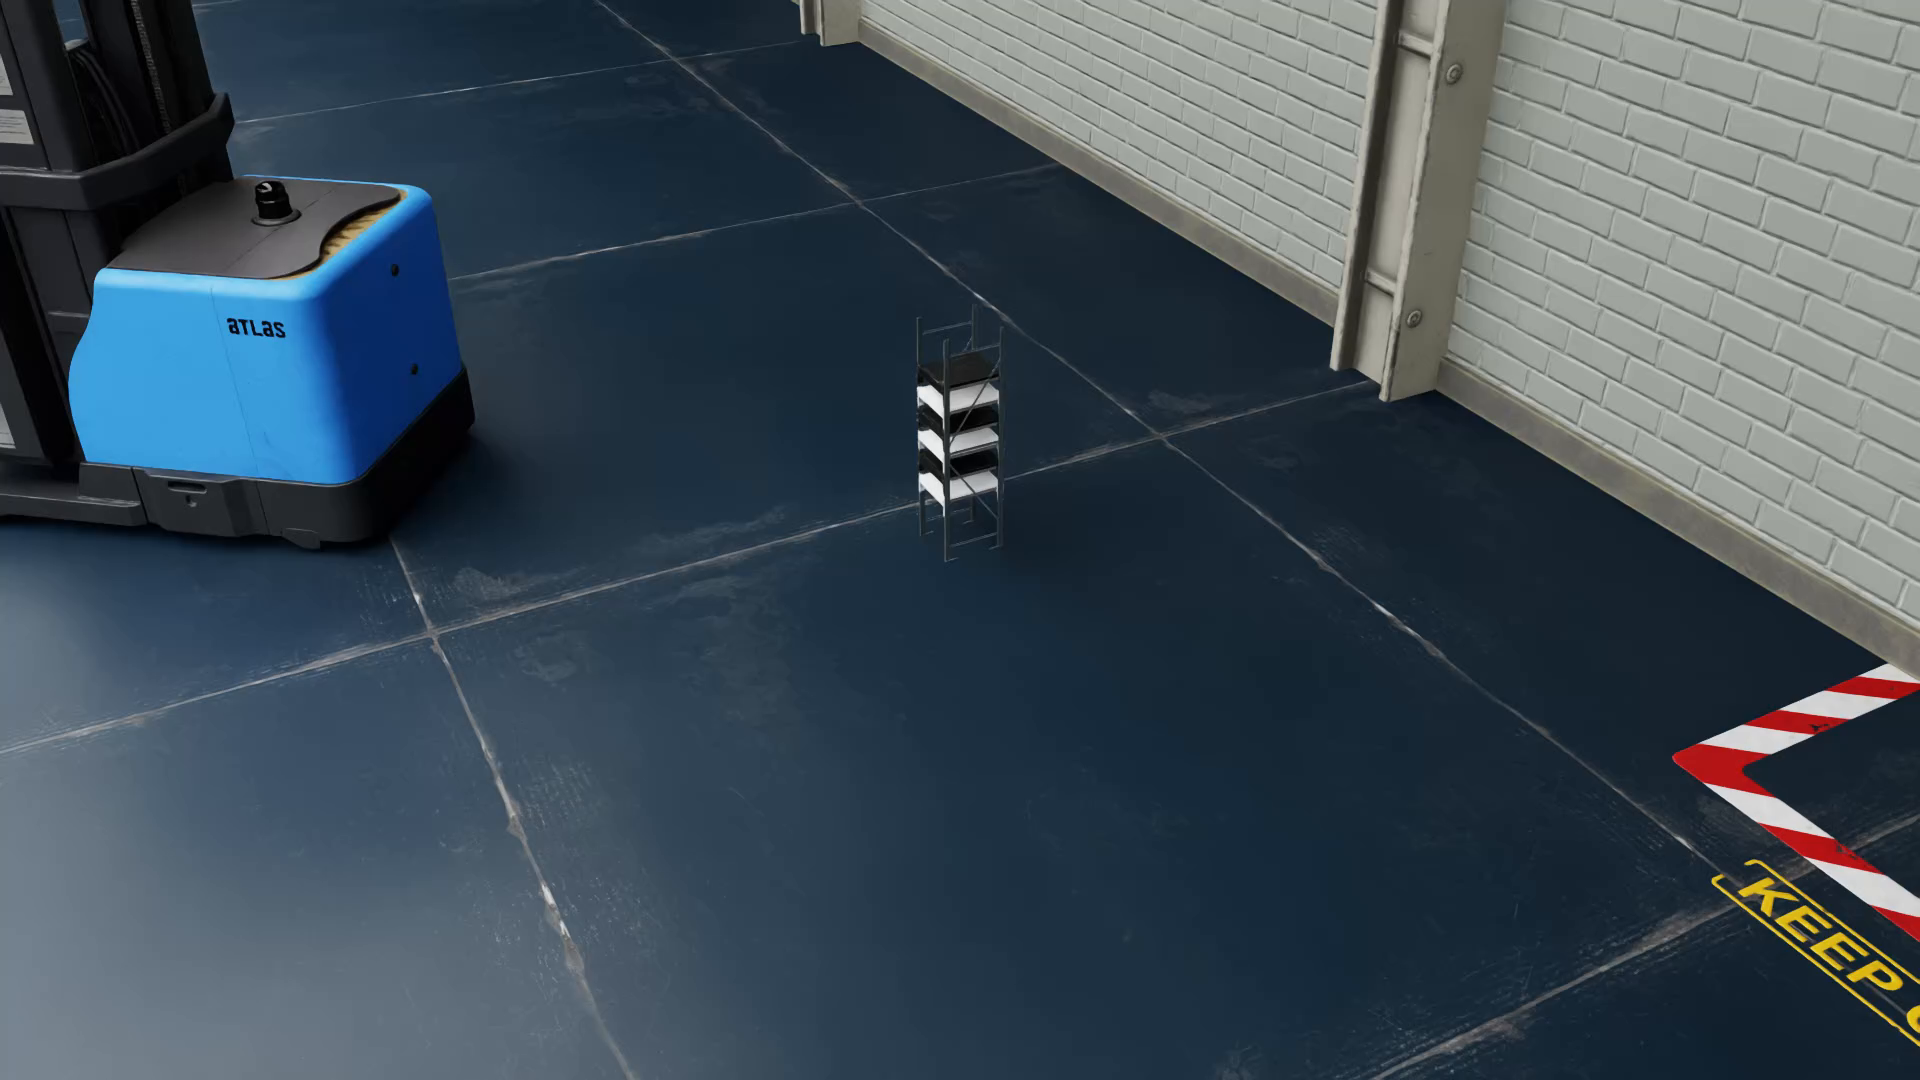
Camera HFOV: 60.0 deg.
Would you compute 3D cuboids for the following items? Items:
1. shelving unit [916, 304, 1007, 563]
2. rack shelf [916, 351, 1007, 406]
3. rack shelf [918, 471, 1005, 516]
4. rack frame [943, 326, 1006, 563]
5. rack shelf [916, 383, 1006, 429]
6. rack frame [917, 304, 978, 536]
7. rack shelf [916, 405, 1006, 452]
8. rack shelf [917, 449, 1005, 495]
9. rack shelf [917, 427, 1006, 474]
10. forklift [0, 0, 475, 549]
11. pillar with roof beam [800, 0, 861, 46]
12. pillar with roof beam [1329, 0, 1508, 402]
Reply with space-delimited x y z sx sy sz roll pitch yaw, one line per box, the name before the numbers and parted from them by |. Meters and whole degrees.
shelving unit | 0.004 -0.375 6.001 0.258 0.900 0.210 -16 36 -23
rack shelf | 0.004 -0.574 5.874 0.258 0.077 0.200 -16 36 -23
rack shelf | 0.004 -0.195 6.116 0.258 0.077 0.200 -16 36 -23
rack frame | 0.051 -0.327 5.925 0.240 0.900 0.006 -16 36 -23
rack shelf | 0.004 -0.499 5.922 0.258 0.077 0.200 -16 36 -23
rack frame | -0.044 -0.424 6.077 0.240 0.900 0.006 -16 36 -23
rack shelf | 0.004 -0.423 5.971 0.258 0.077 0.200 -16 36 -23
rack shelf | 0.004 -0.271 6.068 0.258 0.077 0.200 -16 36 -23
rack shelf | 0.004 -0.347 6.019 0.258 0.077 0.200 -16 36 -23
forklift | -3.575 -1.576 5.993 3.031 2.935 1.130 5 33 8
pillar with roof beam | -4.722 -6.295 7.734 9.100 9.000 0.400 -16 36 -23
pillar with roof beam | -1.925 -3.432 3.265 9.100 9.000 0.400 -16 36 -23
